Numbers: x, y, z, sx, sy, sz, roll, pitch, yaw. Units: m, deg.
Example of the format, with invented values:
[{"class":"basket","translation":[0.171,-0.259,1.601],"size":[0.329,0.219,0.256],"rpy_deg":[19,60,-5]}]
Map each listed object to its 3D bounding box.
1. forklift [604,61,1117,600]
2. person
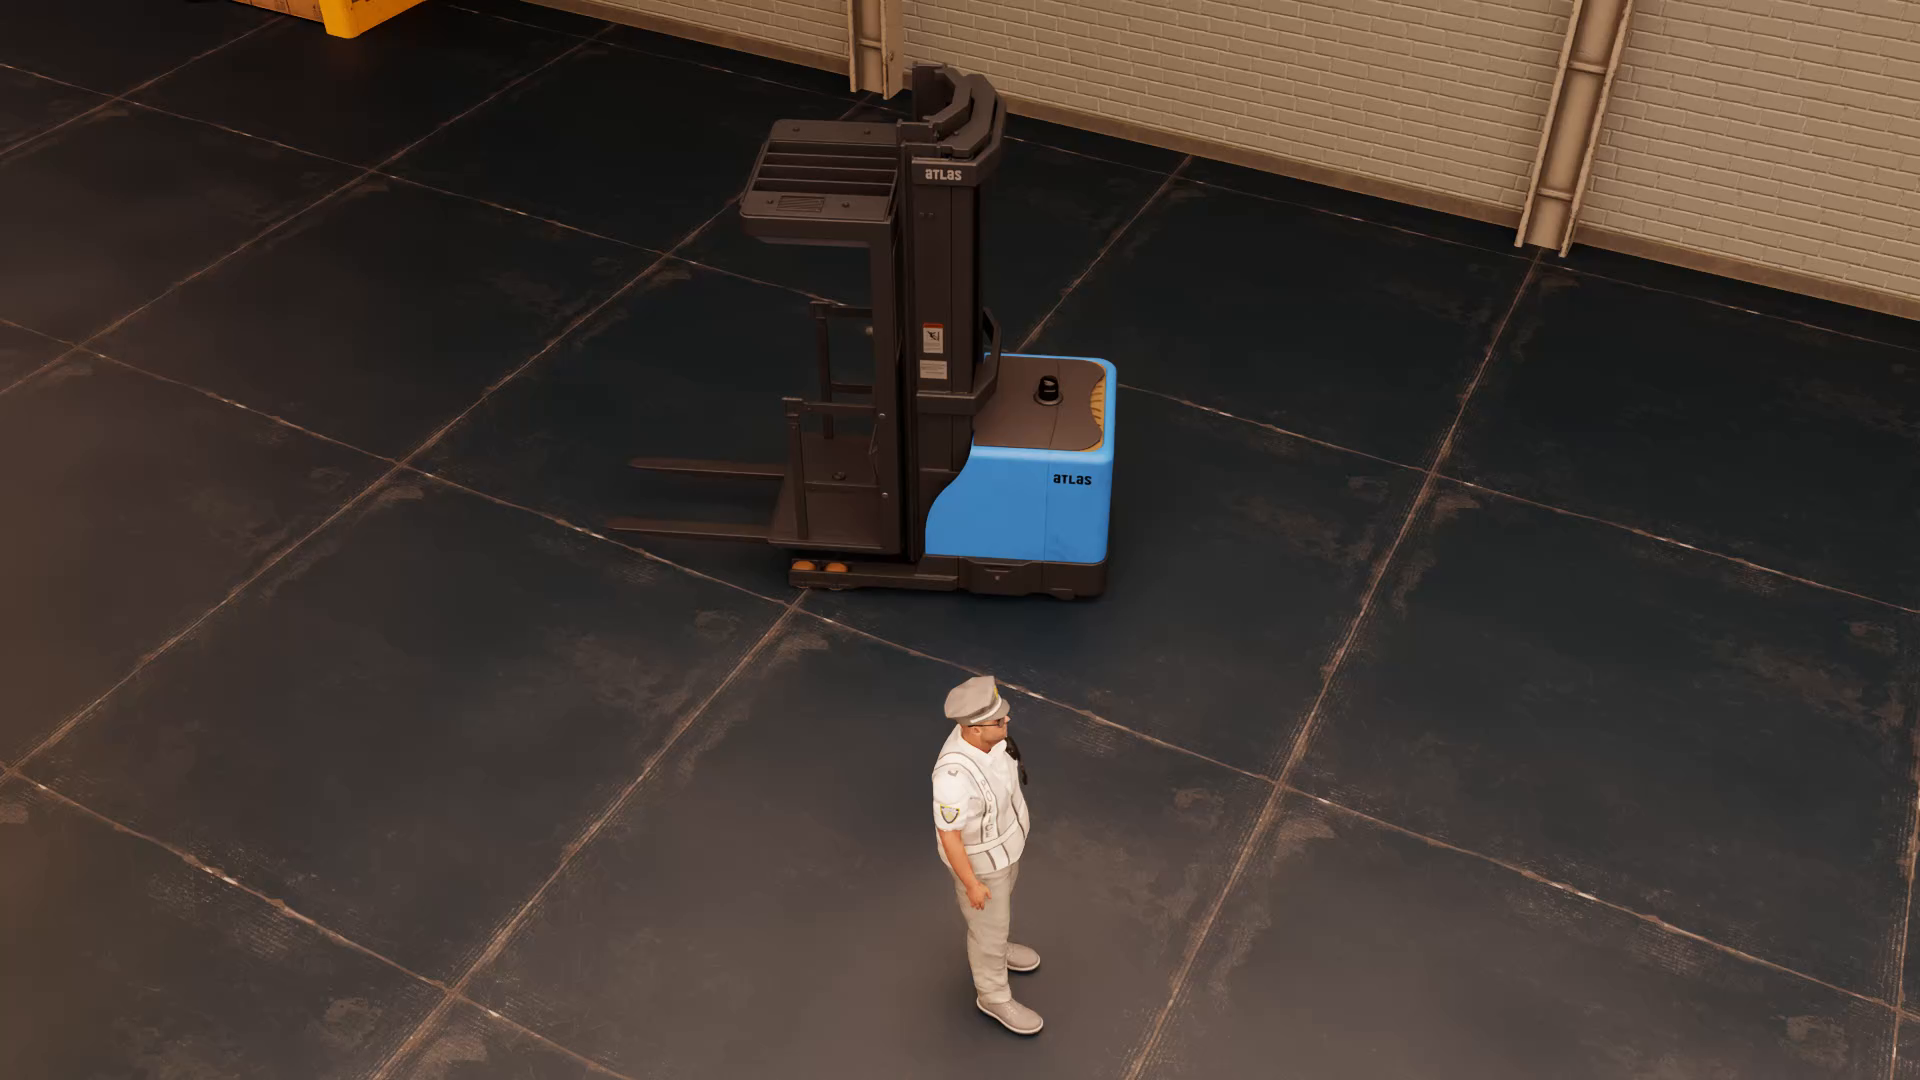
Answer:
[{"class":"forklift","translation":[-0.606,-1.157,9.360],"size":[3.031,2.935,1.130],"rpy_deg":[3,40,4]},{"class":"person","translation":[0.186,1.337,7.279],"size":[0.573,1.782,0.643],"rpy_deg":[12,42,14]}]
